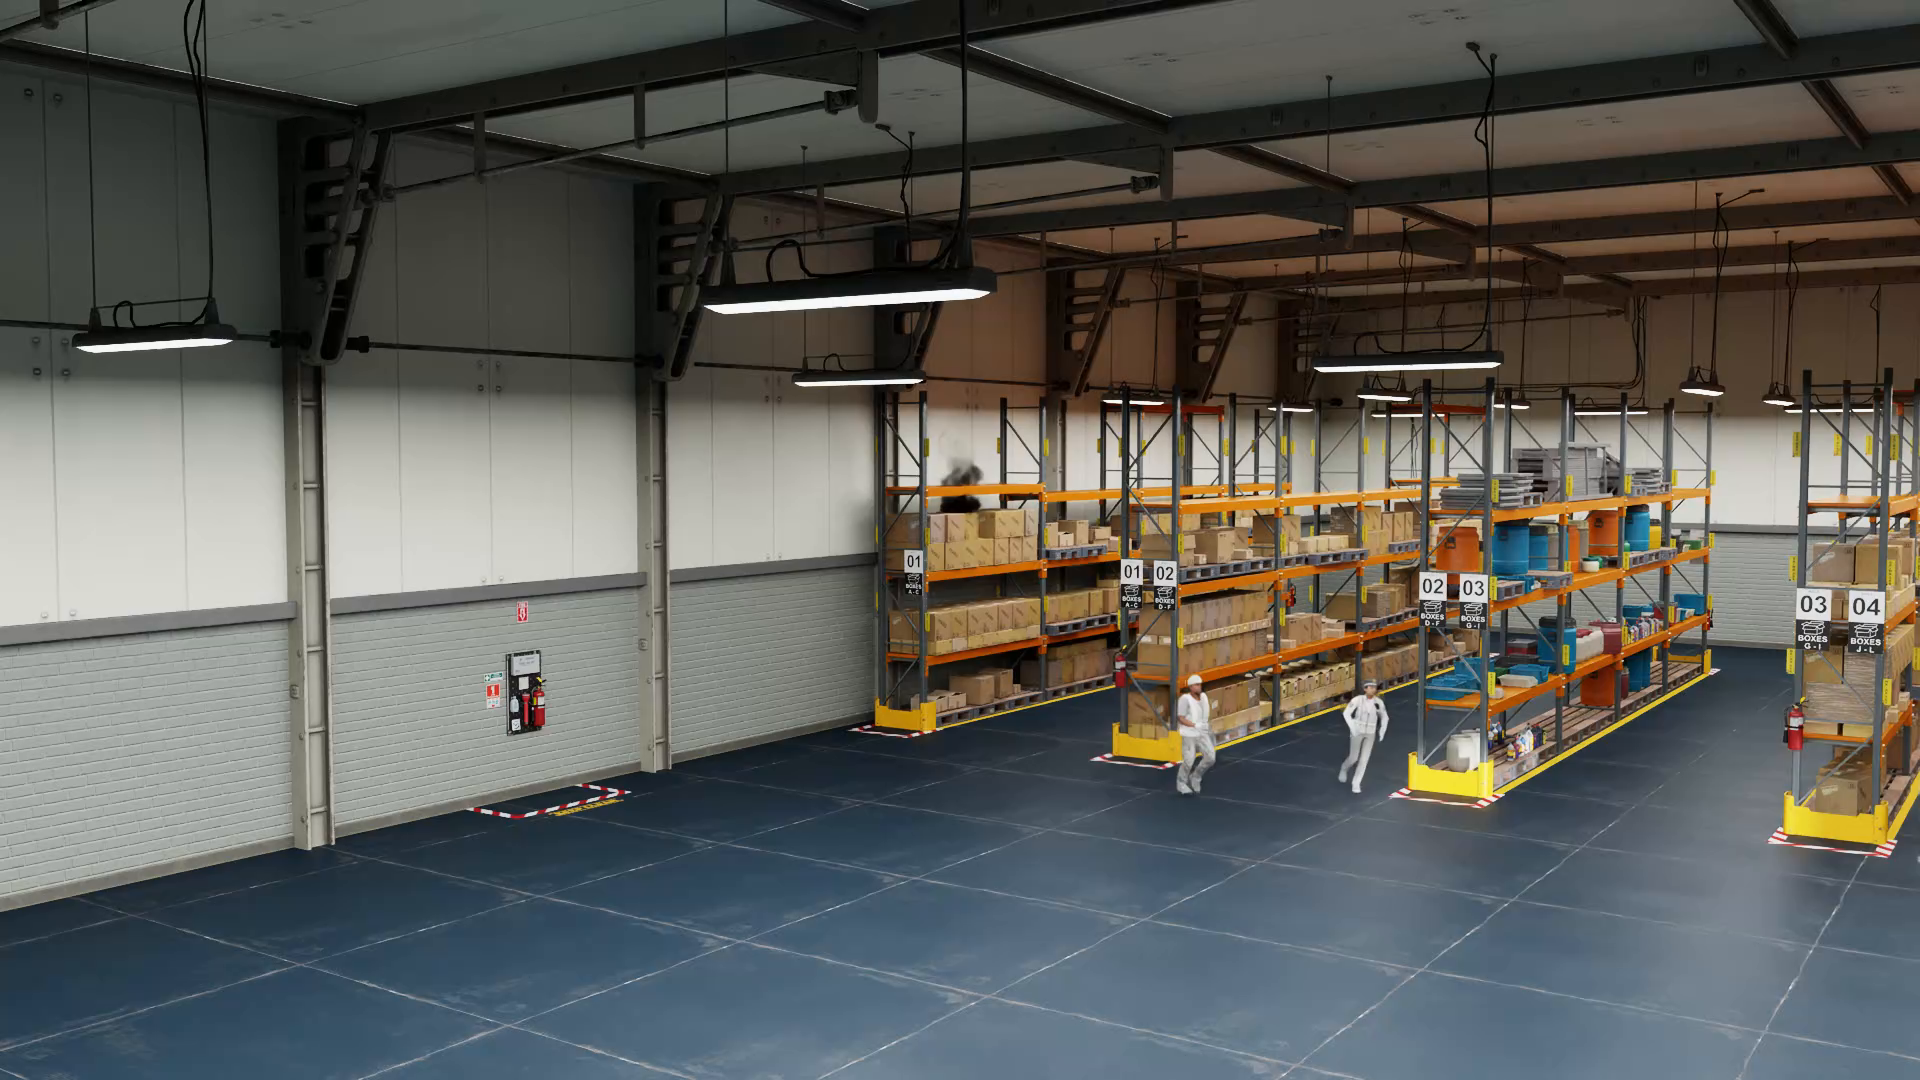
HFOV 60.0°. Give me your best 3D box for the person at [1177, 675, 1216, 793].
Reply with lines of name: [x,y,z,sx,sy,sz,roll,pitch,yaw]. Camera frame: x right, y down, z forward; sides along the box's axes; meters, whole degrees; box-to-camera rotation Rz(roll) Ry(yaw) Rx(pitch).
person: [3.396,2.790,23.797,0.667,1.734,0.738,-2,4,-32]

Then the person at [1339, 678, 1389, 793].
person: [5.943,2.829,24.356,0.673,1.642,0.657,0,3,1]
